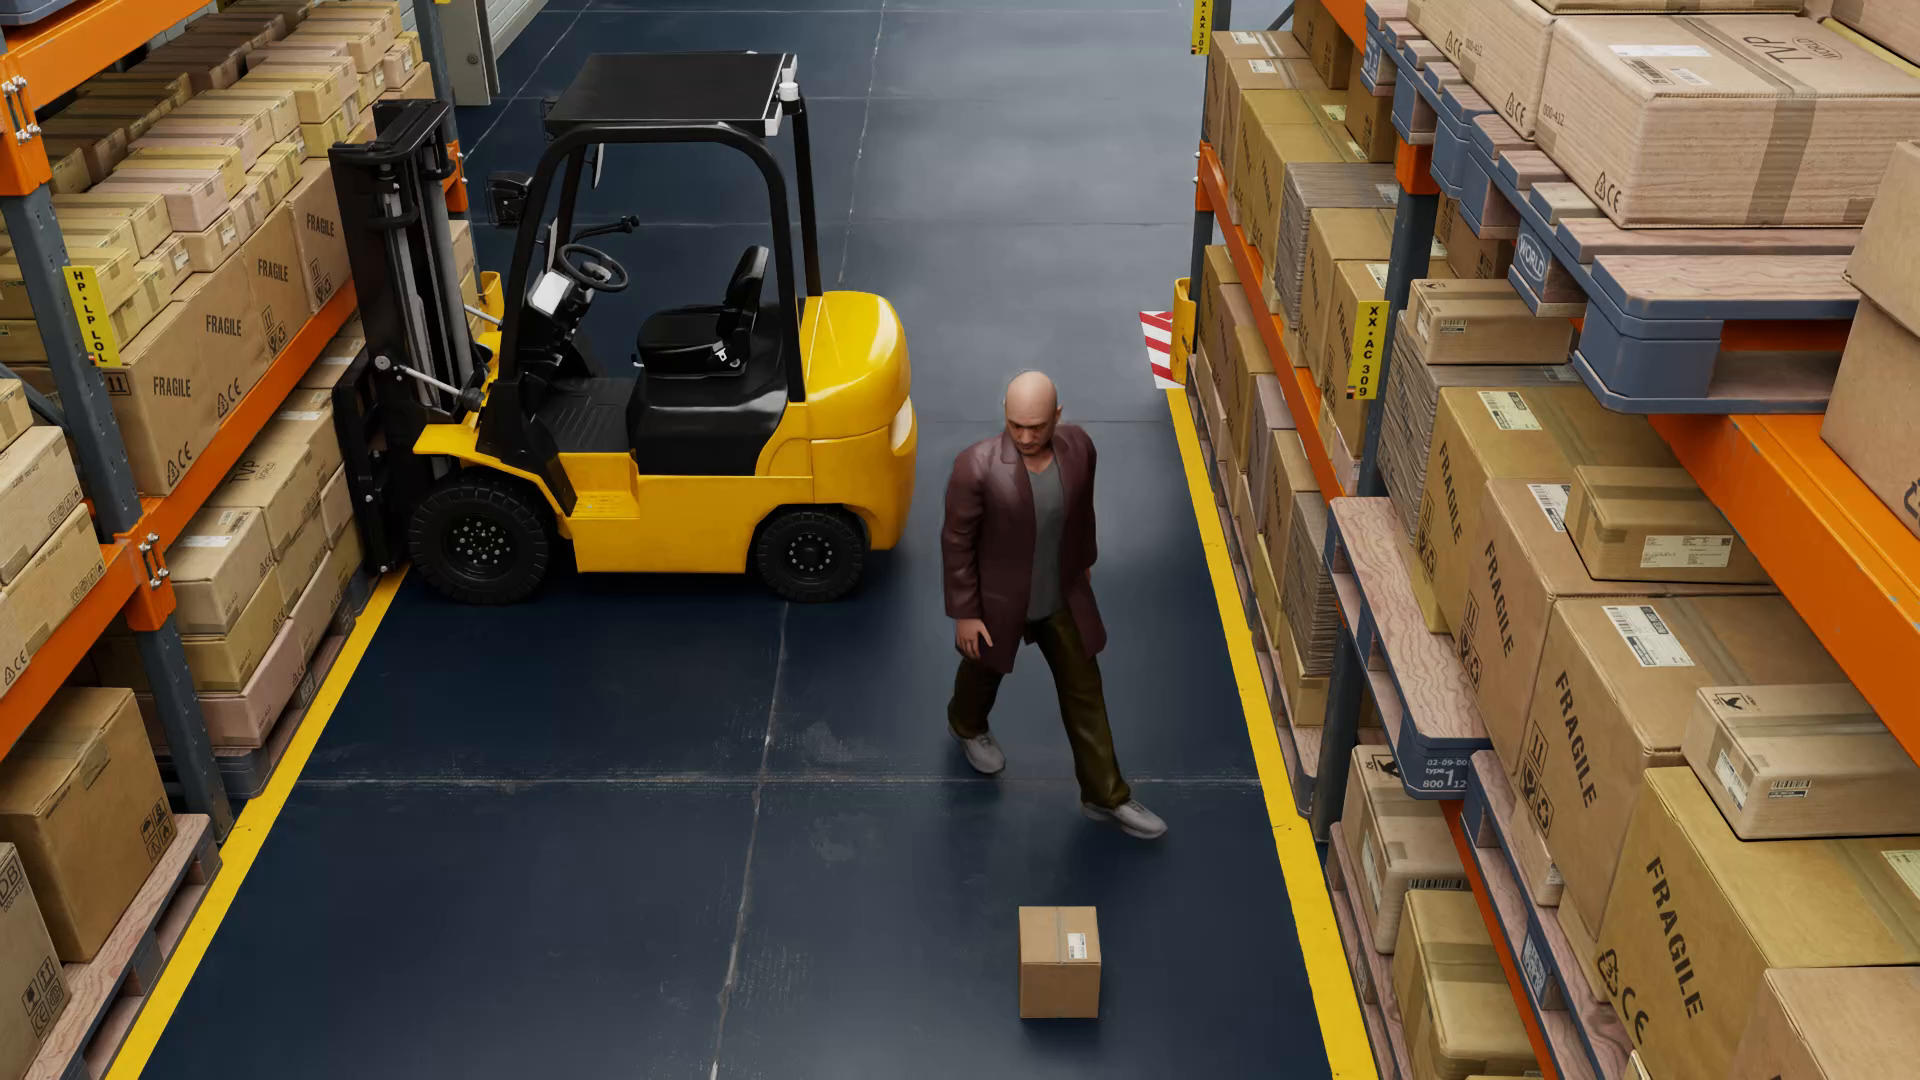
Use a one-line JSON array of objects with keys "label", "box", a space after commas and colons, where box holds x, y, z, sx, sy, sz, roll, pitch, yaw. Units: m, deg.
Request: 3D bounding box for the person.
[{"label": "person", "box": [0.265, 0.206, 5.790, 0.650, 1.732, 0.986, -13, 33, -20]}]
